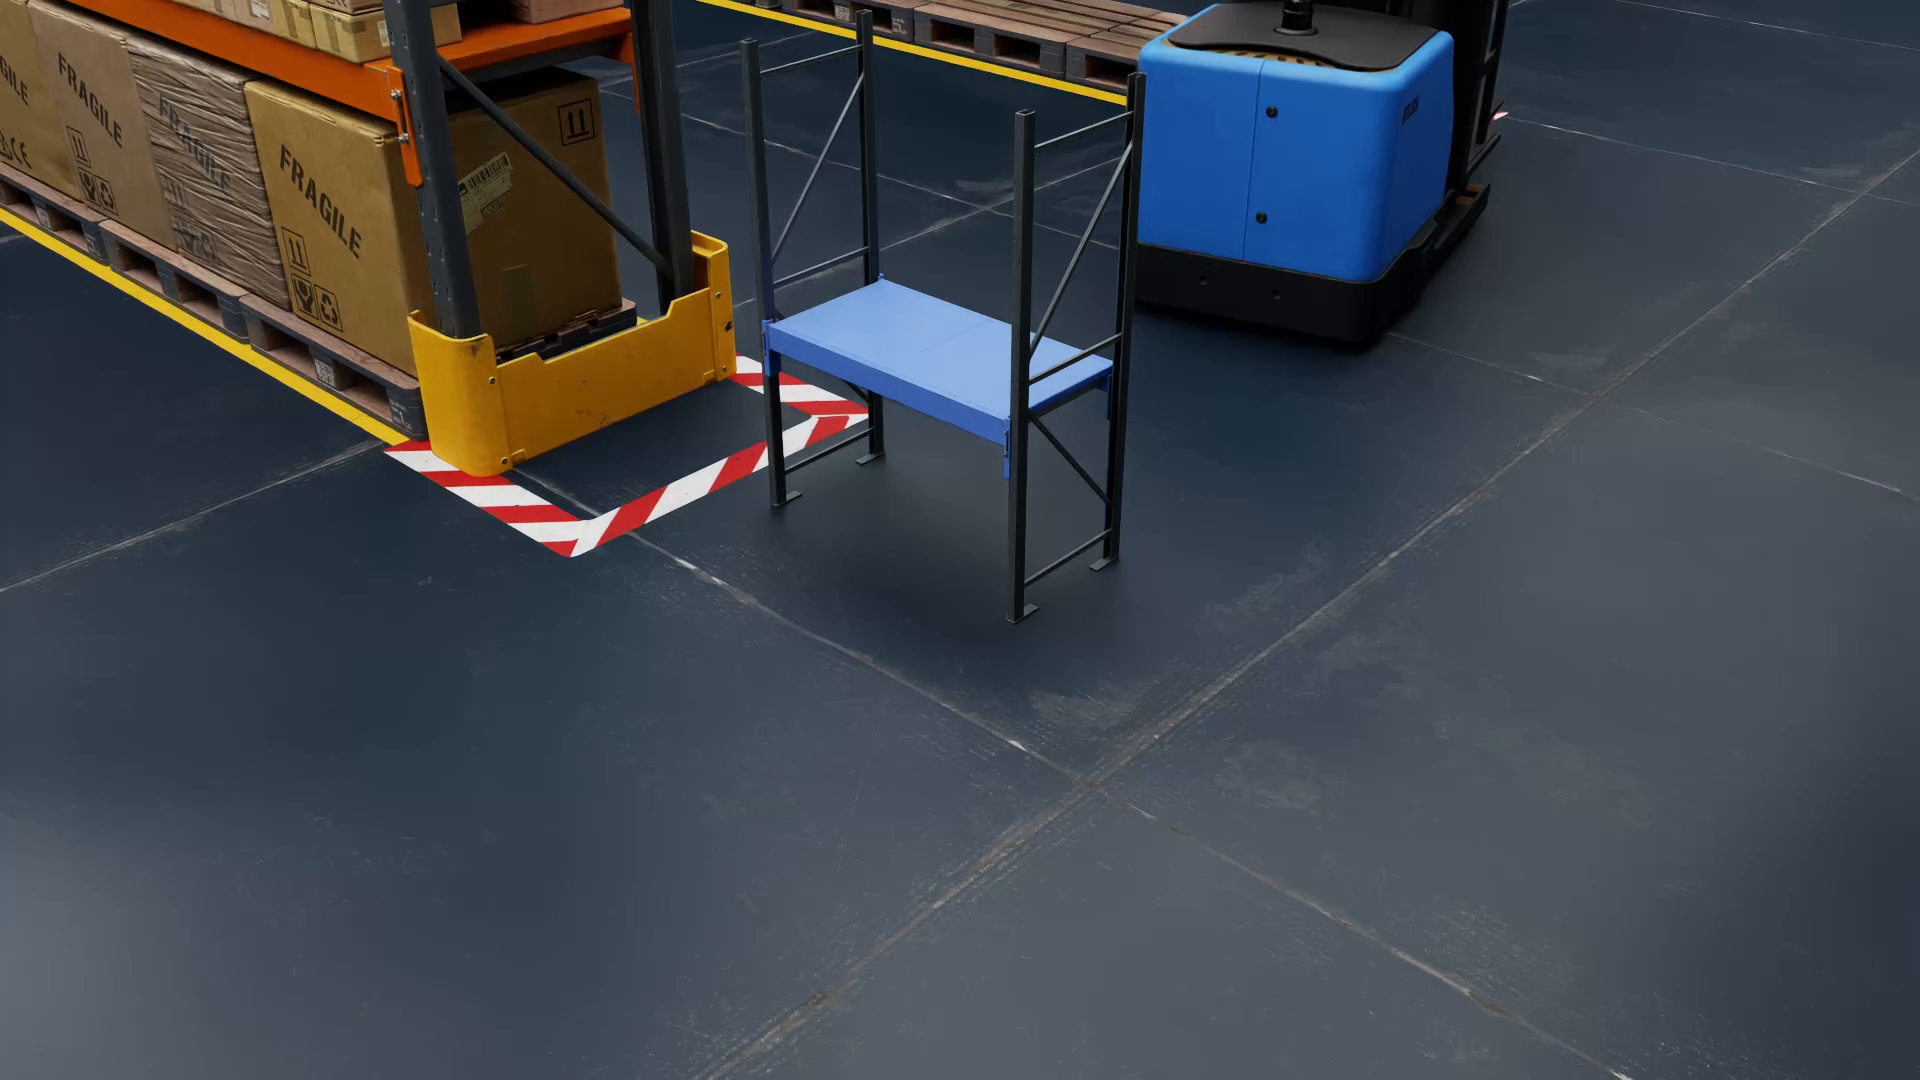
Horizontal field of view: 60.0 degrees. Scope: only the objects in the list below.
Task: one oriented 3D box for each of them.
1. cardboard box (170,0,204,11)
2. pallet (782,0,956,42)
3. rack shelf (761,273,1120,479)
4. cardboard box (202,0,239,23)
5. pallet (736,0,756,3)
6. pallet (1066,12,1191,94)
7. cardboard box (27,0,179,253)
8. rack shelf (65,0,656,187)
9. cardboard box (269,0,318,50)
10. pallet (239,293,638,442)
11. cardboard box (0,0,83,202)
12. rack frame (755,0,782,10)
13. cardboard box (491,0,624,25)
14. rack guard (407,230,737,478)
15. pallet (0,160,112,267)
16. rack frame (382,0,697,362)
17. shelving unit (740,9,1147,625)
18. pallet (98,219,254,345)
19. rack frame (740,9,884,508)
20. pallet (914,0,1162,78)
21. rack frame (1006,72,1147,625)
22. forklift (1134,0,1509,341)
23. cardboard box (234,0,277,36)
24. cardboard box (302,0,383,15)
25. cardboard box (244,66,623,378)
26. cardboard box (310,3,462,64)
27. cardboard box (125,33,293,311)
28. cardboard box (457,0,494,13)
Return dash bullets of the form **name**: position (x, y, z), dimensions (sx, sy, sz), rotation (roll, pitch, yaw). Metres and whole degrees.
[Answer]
- **cardboard box**: position (-2.600, -2.015, 5.932), dimensions (0.250, 0.149, 0.380), rotation (24, 39, 34)
- **pallet**: position (-0.428, -3.616, 11.052), dimensions (1.213, 0.211, 1.003), rotation (25, 39, 35)
- **rack shelf**: position (-0.063, -0.518, 5.005), dimensions (1.000, 0.185, 0.538), rotation (25, 39, 35)
- **cardboard box**: position (-2.407, -1.925, 5.784), dimensions (0.250, 0.149, 0.380), rotation (26, 40, 36)
- **pallet**: position (-1.543, -4.139, 11.920), dimensions (1.213, 0.211, 1.003), rotation (25, 39, 35)
- **pallet**: position (1.381, -2.772, 9.649), dimensions (1.213, 0.211, 1.003), rotation (25, 39, 35)
- **cardboard box**: position (-3.220, -1.856, 7.077), dimensions (0.875, 0.875, 0.875), rotation (25, 39, 35)
- **rack shelf**: position (-2.840, -2.156, 6.621), dimensions (4.000, 0.370, 1.077), rotation (25, 39, 35)
- **cardboard box**: position (-2.036, -1.751, 5.494), dimensions (0.250, 0.149, 0.380), rotation (25, 39, 36)
- **pallet**: position (-2.002, -0.824, 6.414), dimensions (1.213, 0.211, 1.003), rotation (25, 39, 35)
- **cardboard box**: position (-3.887, -2.167, 7.594), dimensions (0.875, 0.875, 0.875), rotation (25, 39, 35)
- **rack frame**: position (-0.999, -5.050, 10.731), dimensions (0.127, 3.000, 1.000), rotation (25, 39, 35)
- **cardboard box**: position (-1.399, -1.913, 5.764), dimensions (0.250, 0.149, 0.380), rotation (26, 39, 36)
- **rack guard**: position (-1.339, -0.693, 5.916), dimensions (0.348, 0.500, 1.175), rotation (25, 39, 35)
- **pallet**: position (-3.812, -1.669, 7.817), dimensions (1.213, 0.211, 1.003), rotation (25, 39, 35)
- **rack frame**: position (-1.357, -1.772, 5.285), dimensions (0.127, 3.000, 1.000), rotation (25, 39, 35)
- **shelving unit**: position (-0.063, -0.672, 4.912), dimensions (1.048, 1.500, 0.538), rotation (25, 39, 35)
- **pallet**: position (-2.903, -1.246, 7.116), dimensions (1.213, 0.211, 1.003), rotation (25, 39, 35)
- **rack frame**: position (-0.440, -0.848, 5.204), dimensions (0.032, 1.500, 0.500), rotation (25, 39, 35)
- **pallet**: position (0.481, -3.194, 10.351), dimensions (1.213, 0.211, 1.003), rotation (25, 39, 35)
- **rack frame**: position (0.314, -0.496, 4.620), dimensions (0.032, 1.500, 0.500), rotation (25, 39, 35)
- **forklift**: position (1.804, -2.752, 6.980), dimensions (1.130, 2.935, 3.031), rotation (15, 34, 24)
- **cardboard box**: position (-2.222, -1.839, 5.640), dimensions (0.250, 0.149, 0.380), rotation (25, 39, 35)
- **cardboard box**: position (-1.895, -1.901, 5.357), dimensions (0.500, 0.250, 0.500), rotation (24, 39, 34)
- **cardboard box**: position (-1.885, -1.233, 6.042), dimensions (0.875, 0.875, 0.875), rotation (25, 39, 35)
- **cardboard box**: position (-1.842, -1.662, 5.346), dimensions (0.250, 0.149, 0.380), rotation (26, 40, 36)
- **cardboard box**: position (-2.560, -1.547, 6.565), dimensions (0.875, 0.875, 0.875), rotation (25, 39, 35)
- **cardboard box**: position (-1.590, -2.002, 5.910), dimensions (0.250, 0.149, 0.380), rotation (24, 39, 34)
